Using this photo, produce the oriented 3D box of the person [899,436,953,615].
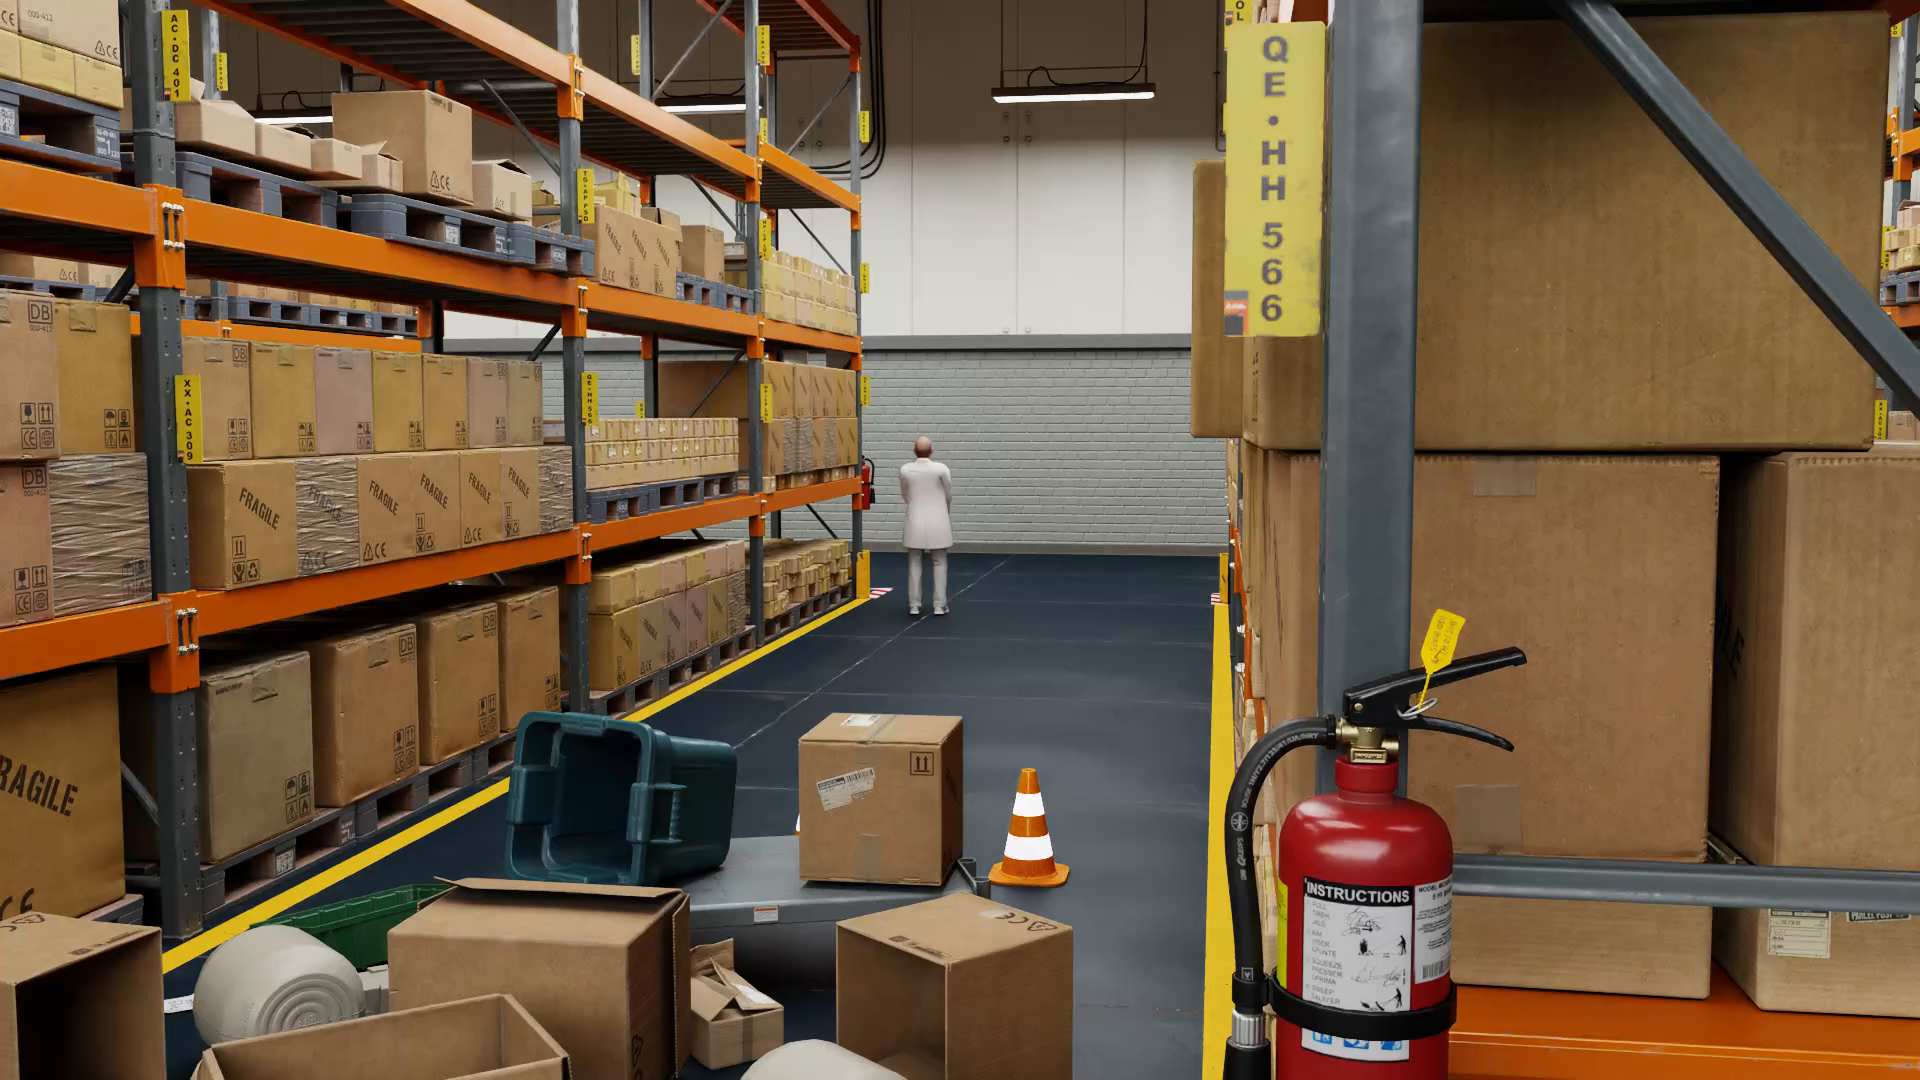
[{"bbox_3d":[-0.323,-0.153,16.627,0.530,1.769,0.562,1,4,7],"label":"person"}]
